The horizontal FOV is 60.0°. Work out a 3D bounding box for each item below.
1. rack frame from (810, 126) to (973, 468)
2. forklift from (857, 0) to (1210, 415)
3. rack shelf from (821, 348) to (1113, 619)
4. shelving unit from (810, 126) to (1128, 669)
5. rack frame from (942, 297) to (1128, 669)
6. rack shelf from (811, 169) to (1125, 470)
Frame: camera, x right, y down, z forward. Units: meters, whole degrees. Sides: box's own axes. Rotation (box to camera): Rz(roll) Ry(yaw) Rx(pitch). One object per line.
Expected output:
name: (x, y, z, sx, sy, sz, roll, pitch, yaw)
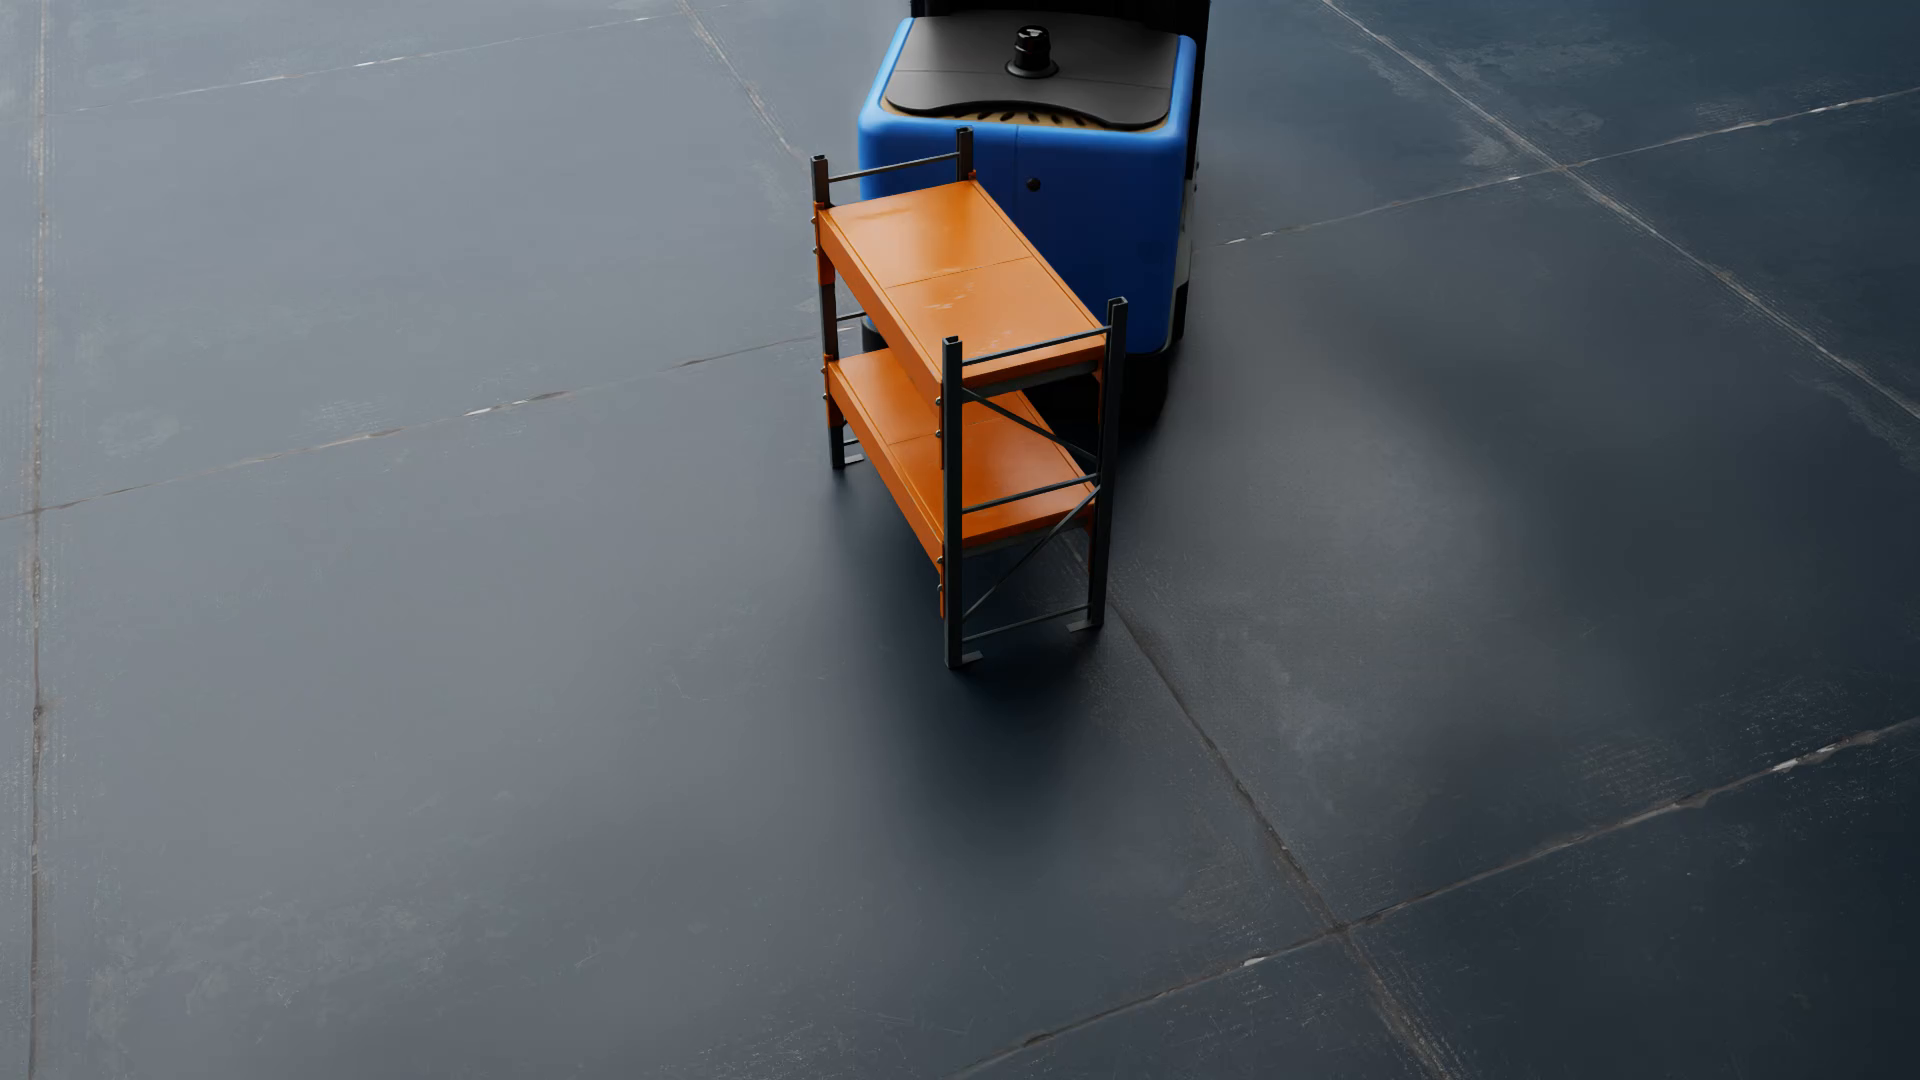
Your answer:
rack frame: (-0.197, -0.737, 5.244, 0.500, 1.125, 0.032, -15, 43, -17)
forklift: (0.401, -2.498, 5.907, 1.130, 2.935, 3.031, 6, 41, 7)
rack shelf: (-0.003, -0.245, 5.047, 0.538, 0.278, 1.000, -15, 43, -17)
shelving unit: (-0.003, -0.431, 4.888, 0.538, 1.125, 1.048, -15, 43, -17)
rack frame: (0.192, -0.124, 4.532, 0.500, 1.125, 0.032, -15, 43, -17)
rack shelf: (-0.003, -0.652, 4.697, 0.538, 0.278, 1.000, -15, 43, -17)
